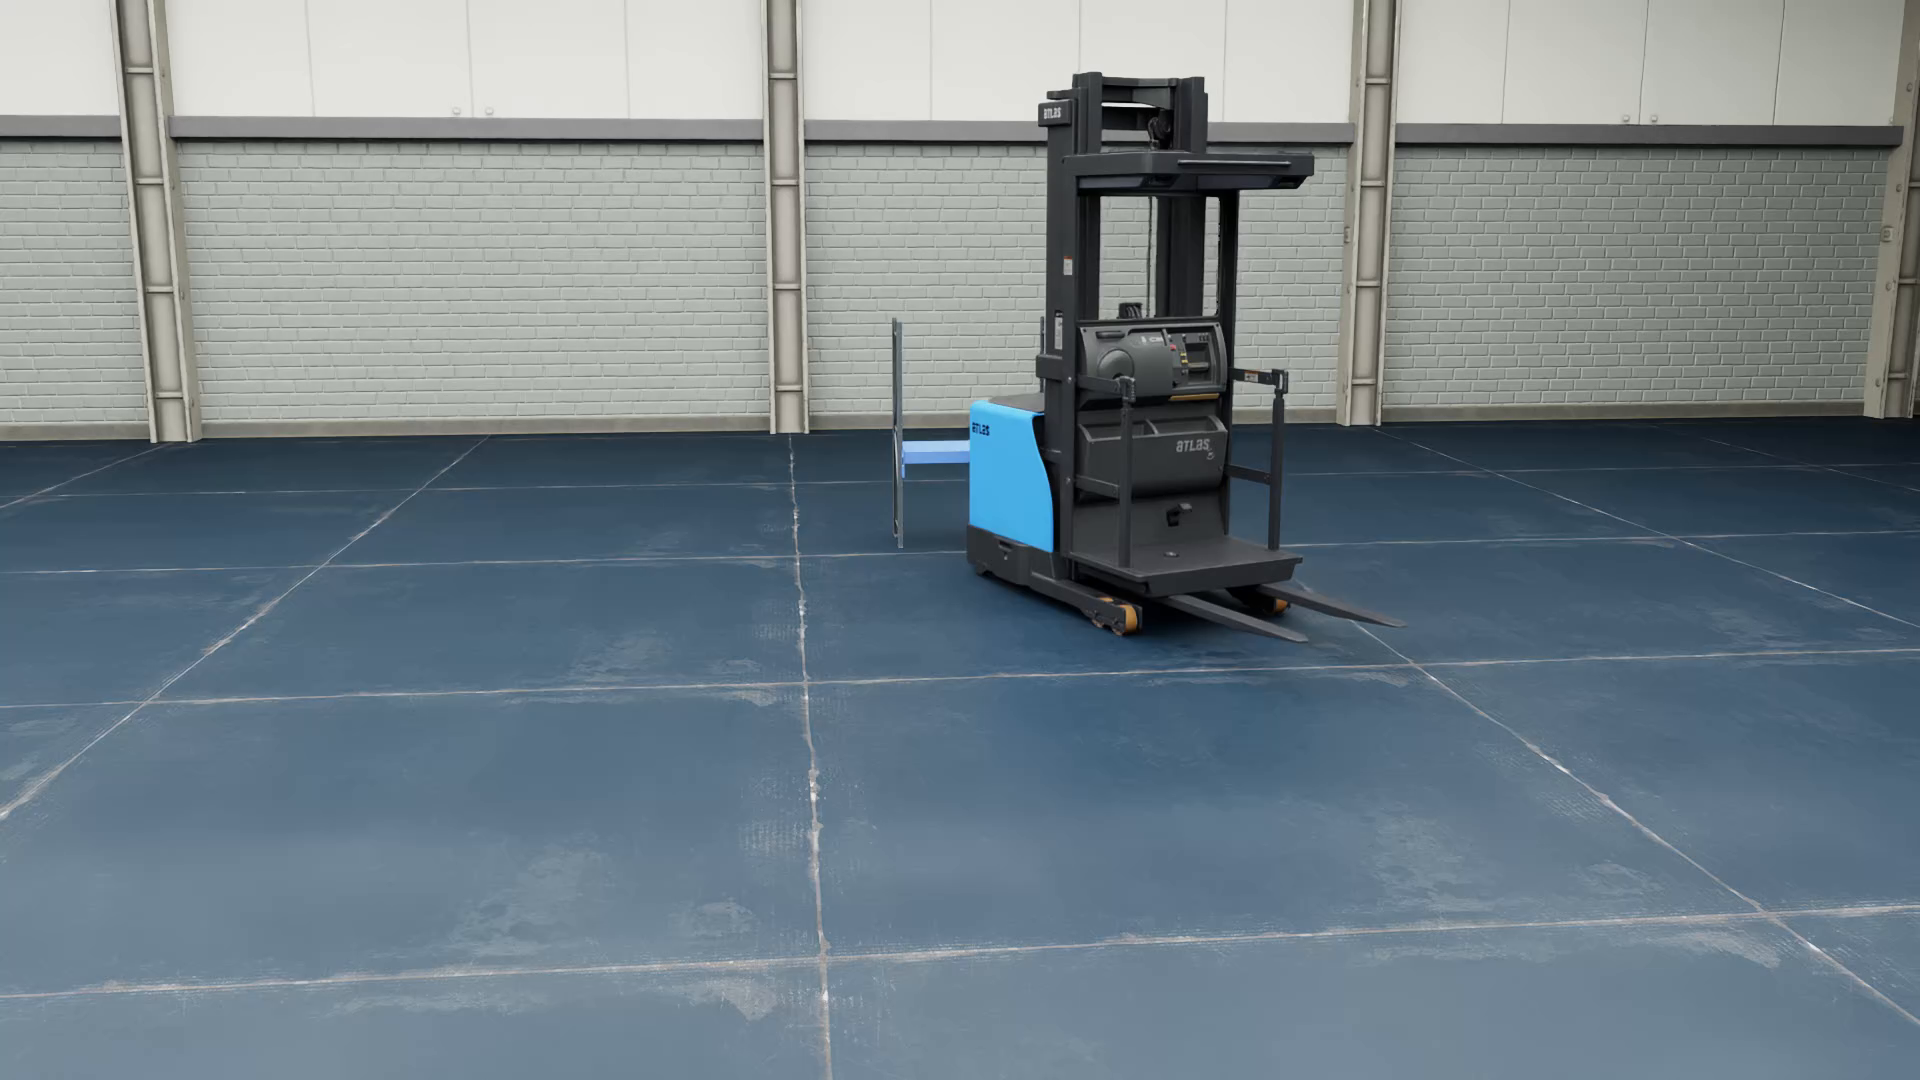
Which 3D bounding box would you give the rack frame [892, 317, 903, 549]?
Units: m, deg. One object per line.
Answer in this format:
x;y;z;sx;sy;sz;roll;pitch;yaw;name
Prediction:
-0.421;-0.727;11.179;0.032;1.500;0.500;-1;11;-6;rack frame

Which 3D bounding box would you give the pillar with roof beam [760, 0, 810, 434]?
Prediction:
-1.276;-4.698;11.936;0.400;9.000;9.100;-1;11;-6;pillar with roof beam

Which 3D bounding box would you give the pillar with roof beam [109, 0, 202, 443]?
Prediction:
-7.241;-4.573;11.300;0.400;9.000;9.100;-1;11;-6;pillar with roof beam

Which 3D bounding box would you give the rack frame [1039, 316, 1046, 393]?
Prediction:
0.590;-0.748;11.286;0.032;1.500;0.500;-1;11;-6;rack frame

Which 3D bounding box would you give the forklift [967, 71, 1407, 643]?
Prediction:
1.178;-1.032;9.018;1.130;2.935;3.031;-6;13;-27;forklift

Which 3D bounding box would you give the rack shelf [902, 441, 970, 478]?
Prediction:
0.085;-0.561;11.267;1.000;0.185;0.538;-1;11;-6;rack shelf

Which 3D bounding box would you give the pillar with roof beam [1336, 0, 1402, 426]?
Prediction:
4.689;-4.823;12.572;0.400;9.000;9.100;-1;11;-6;pillar with roof beam

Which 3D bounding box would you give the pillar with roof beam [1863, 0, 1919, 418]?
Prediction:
10.654;-4.948;13.208;0.400;9.000;9.100;-1;11;-6;pillar with roof beam

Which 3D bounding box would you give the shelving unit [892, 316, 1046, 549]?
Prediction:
0.085;-0.738;11.232;1.048;1.500;0.538;-1;11;-6;shelving unit
